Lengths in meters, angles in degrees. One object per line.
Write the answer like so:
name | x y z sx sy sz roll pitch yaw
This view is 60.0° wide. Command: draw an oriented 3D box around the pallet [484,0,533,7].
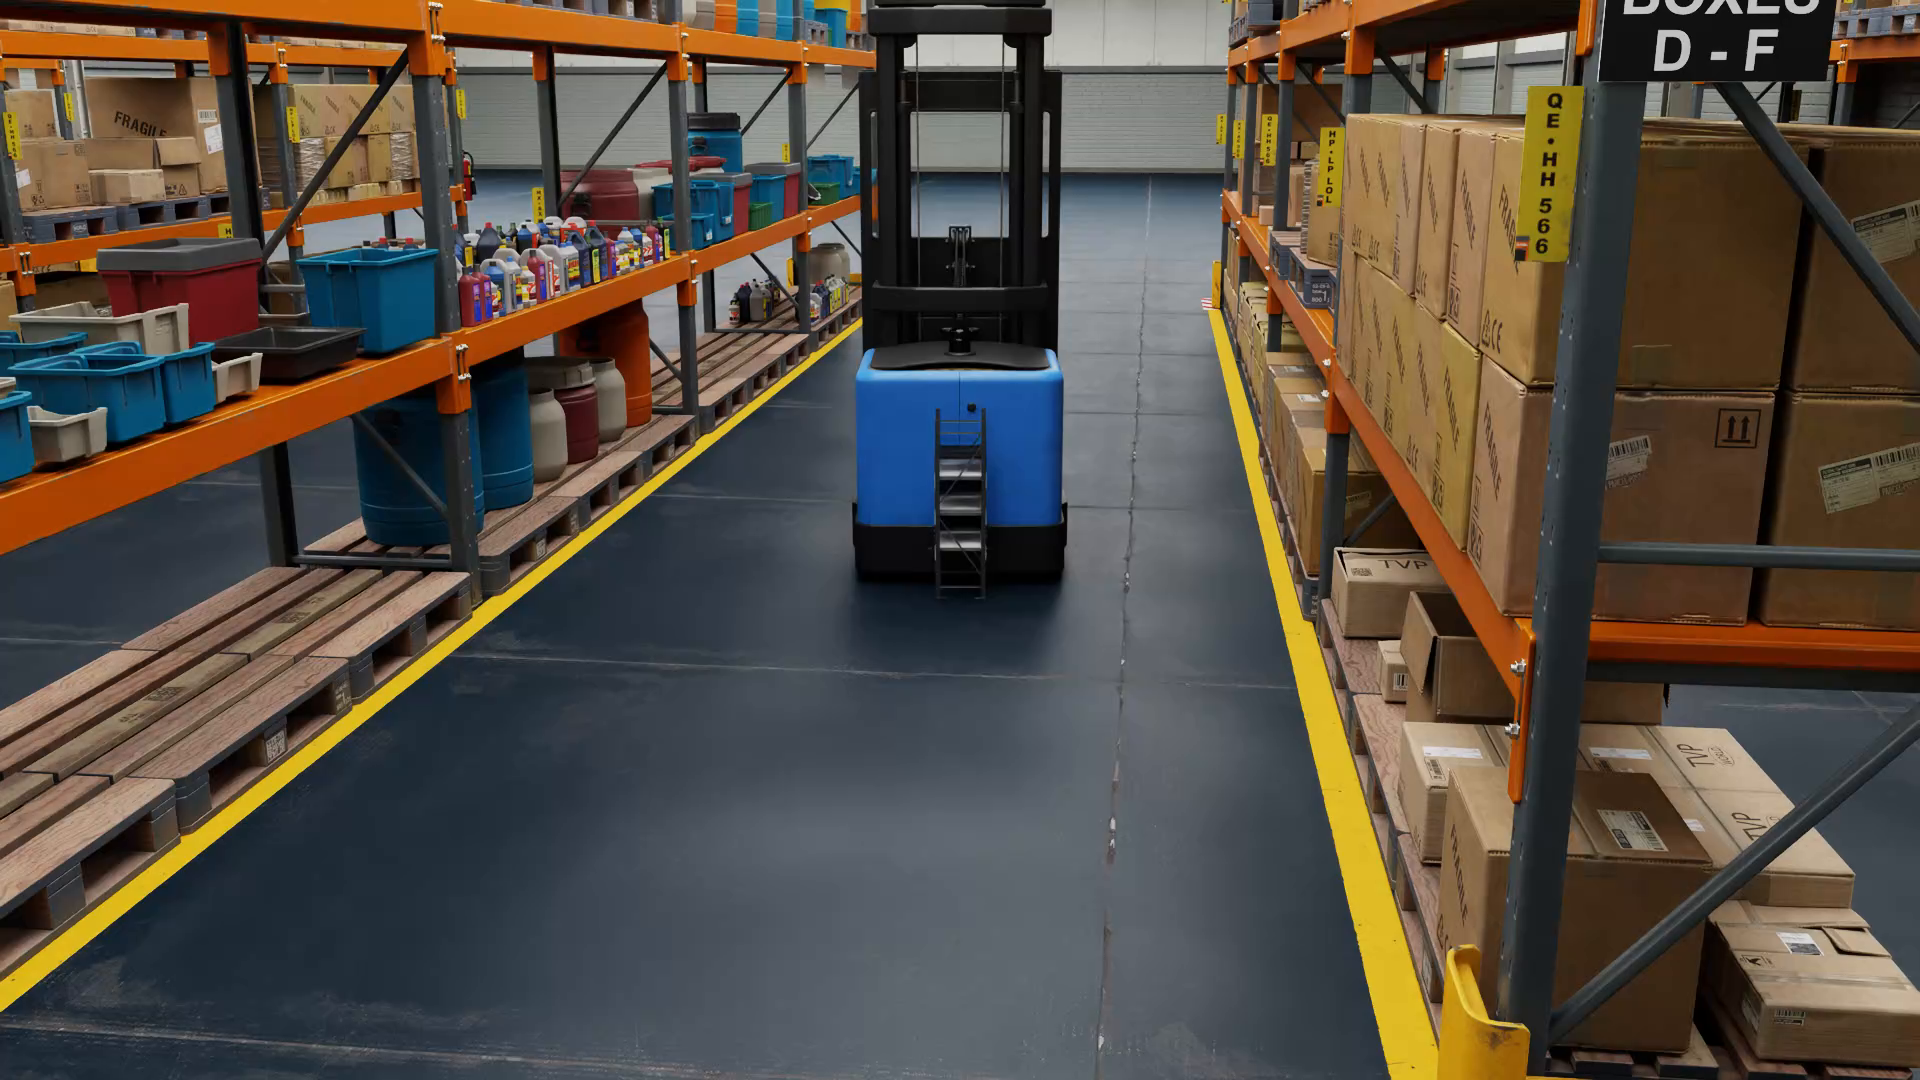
pallet | -2.816 -2.705 8.034 1.213 0.211 1.003 2 15 6

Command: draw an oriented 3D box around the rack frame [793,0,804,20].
rack frame | -1.905 -6.113 14.528 1.000 3.000 0.127 2 15 6

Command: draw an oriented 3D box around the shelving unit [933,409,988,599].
shelving unit | 0.003 -0.172 8.051 0.258 0.900 0.210 0 19 0

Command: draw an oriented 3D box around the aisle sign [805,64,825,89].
aisle sign | -1.737 -5.536 18.910 0.394 0.787 0.004 2 15 6

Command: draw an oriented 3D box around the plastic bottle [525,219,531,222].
plastic bottle | -2.809 -1.936 10.800 0.061 0.283 0.133 2 15 6

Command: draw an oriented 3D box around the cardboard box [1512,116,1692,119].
cardboard box | 2.259 -1.254 5.947 0.500 0.500 0.500 1 15 5

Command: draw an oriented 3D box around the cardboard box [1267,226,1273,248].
cardboard box | 2.392 -2.153 11.857 0.380 0.149 0.250 2 15 6

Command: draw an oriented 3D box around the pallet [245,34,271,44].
pallet | -7.002 -4.563 14.903 1.213 0.211 1.003 2 15 6

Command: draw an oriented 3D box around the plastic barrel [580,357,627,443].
plastic barrel | -2.370 -0.905 10.722 0.421 0.512 0.421 0 15 0

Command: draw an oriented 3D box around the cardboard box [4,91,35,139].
cardboard box | -11.343 -4.926 19.275 0.875 0.550 0.550 2 15 6

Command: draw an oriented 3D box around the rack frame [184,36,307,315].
rack frame | -6.826 -3.363 15.851 1.000 3.000 0.127 2 15 6

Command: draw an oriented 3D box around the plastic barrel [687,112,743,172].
plastic barrel | -2.250 -3.367 14.908 0.600 0.901 0.708 2 15 6

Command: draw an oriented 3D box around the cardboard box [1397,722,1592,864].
cardboard box | 1.616 0.764 5.016 0.500 0.250 0.500 2 15 6

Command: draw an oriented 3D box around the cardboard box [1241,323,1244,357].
cardboard box | 2.666 -1.715 14.222 0.500 0.250 0.500 2 15 8

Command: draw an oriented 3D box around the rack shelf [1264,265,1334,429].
rack shelf | 2.339 -1.166 9.107 1.077 0.370 4.000 2 15 6

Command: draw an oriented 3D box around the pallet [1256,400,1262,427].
pallet | 2.697 -0.899 12.081 1.003 0.211 1.213 2 15 6

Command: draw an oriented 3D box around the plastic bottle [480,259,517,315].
plastic bottle | -2.336 -1.286 8.408 0.152 0.276 0.135 2 15 6

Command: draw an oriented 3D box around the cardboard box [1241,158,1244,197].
cardboard box | 3.348 -3.898 17.641 0.700 0.500 0.500 2 15 8

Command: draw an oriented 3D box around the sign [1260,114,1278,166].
sign | 2.013 -2.607 10.838 0.100 0.325 0.005 2 15 6

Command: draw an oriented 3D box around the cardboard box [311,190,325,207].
cardboard box | -6.462 -3.353 16.296 0.380 0.149 0.250 2 15 6

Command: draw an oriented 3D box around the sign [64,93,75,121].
sign | -10.754 -5.226 20.070 0.100 0.325 0.005 2 15 6

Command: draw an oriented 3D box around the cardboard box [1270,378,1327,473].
cardboard box | 2.115 -0.663 9.812 0.500 0.500 0.500 1 15 6

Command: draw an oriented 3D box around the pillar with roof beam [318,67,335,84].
pillar with roof beam | -14.466 -15.233 48.258 9.100 9.000 0.400 2 15 6

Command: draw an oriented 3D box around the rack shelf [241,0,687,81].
rack shelf | -2.582 -2.761 9.259 1.077 0.370 4.000 2 15 6

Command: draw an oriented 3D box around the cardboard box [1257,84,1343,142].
cardboard box | 3.060 -3.860 15.012 0.700 0.500 0.500 2 15 7

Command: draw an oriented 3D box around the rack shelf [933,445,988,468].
rack shelf | 0.003 -0.396 7.973 0.258 0.077 0.200 0 19 0

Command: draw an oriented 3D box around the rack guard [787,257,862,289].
rack guard | -1.416 -3.026 19.396 1.175 0.500 0.348 2 15 6

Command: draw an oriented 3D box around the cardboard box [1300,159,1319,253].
cardboard box | 2.313 -1.885 9.391 0.700 0.500 0.500 5 16 17

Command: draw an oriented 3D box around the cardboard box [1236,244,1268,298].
cardboard box | 2.919 -2.563 15.921 0.500 0.500 0.500 2 15 6

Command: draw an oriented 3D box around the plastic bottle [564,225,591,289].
plastic bottle | -2.202 -1.619 9.497 0.144 0.351 0.185 2 15 6

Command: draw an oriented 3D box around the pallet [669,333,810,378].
pallet | -1.955 -1.666 14.918 1.003 0.211 1.213 2 15 6

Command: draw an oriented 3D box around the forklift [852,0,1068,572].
forklift | 0.002 -1.579 9.385 1.130 2.935 3.031 0 15 0

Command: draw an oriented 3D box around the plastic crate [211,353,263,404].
plastic crate | -2.706 -0.583 5.962 0.293 0.136 0.466 2 15 6

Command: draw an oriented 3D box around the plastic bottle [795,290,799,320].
plastic bottle | -1.545 -2.352 16.345 0.144 0.351 0.185 2 15 6

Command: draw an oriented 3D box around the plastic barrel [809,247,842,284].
plastic barrel | -1.509 -2.953 18.298 0.421 0.512 0.421 0 15 0

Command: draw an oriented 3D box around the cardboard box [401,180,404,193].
cardboard box | -6.327 -3.874 18.224 0.380 0.149 0.250 2 15 6

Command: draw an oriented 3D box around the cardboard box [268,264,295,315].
cardboard box | -6.741 -2.461 16.502 0.500 0.500 0.500 1 15 5

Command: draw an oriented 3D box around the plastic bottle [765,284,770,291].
plastic bottle | -1.956 -2.431 16.765 0.061 0.283 0.133 2 15 6

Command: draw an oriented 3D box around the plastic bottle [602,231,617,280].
plastic bottle | -2.107 -1.709 9.959 0.061 0.283 0.133 2 15 6

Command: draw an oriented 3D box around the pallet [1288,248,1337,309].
pallet | 2.350 -1.435 9.091 1.003 0.211 1.213 2 15 6

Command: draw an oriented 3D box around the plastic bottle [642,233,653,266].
plastic bottle | -2.035 -1.877 10.736 0.097 0.201 0.097 0 15 0

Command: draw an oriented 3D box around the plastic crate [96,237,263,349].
plastic crate | -3.158 -0.977 6.793 0.402 0.464 0.583 2 15 6

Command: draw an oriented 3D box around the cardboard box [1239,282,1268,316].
cardboard box | 2.722 -2.116 14.630 0.500 0.311 0.500 2 15 6

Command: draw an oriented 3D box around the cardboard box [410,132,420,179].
cardboard box | -6.402 -4.317 18.619 0.875 0.500 0.500 2 15 6

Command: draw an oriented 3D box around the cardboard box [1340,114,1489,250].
cardboard box | 1.781 -1.412 6.530 0.500 0.500 0.500 2 15 8

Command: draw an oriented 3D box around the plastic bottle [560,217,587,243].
plastic bottle | -2.575 -2.012 11.095 0.152 0.276 0.135 2 15 6

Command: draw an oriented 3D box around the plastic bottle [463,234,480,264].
plastic bottle | -2.883 -1.657 9.781 0.152 0.276 0.135 2 15 6

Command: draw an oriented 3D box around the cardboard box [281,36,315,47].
cardboard box | -6.521 -4.847 15.883 0.500 0.250 0.500 1 15 4

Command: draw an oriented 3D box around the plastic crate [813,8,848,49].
plastic crate | -1.370 -5.191 16.897 0.392 0.384 0.575 2 15 6

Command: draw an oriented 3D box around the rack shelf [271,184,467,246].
rack shelf | -6.601 -3.534 17.863 1.077 0.370 4.000 2 15 6

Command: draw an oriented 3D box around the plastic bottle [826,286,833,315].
plastic bottle | -1.320 -2.405 16.673 0.061 0.283 0.133 2 15 9

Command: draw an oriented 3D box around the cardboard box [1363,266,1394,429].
cardboard box | 1.672 -0.656 5.652 0.500 0.500 0.500 2 15 6

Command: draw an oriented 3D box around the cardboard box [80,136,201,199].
cardboard box | -6.930 -3.163 14.110 0.797 0.503 0.637 3 15 12
